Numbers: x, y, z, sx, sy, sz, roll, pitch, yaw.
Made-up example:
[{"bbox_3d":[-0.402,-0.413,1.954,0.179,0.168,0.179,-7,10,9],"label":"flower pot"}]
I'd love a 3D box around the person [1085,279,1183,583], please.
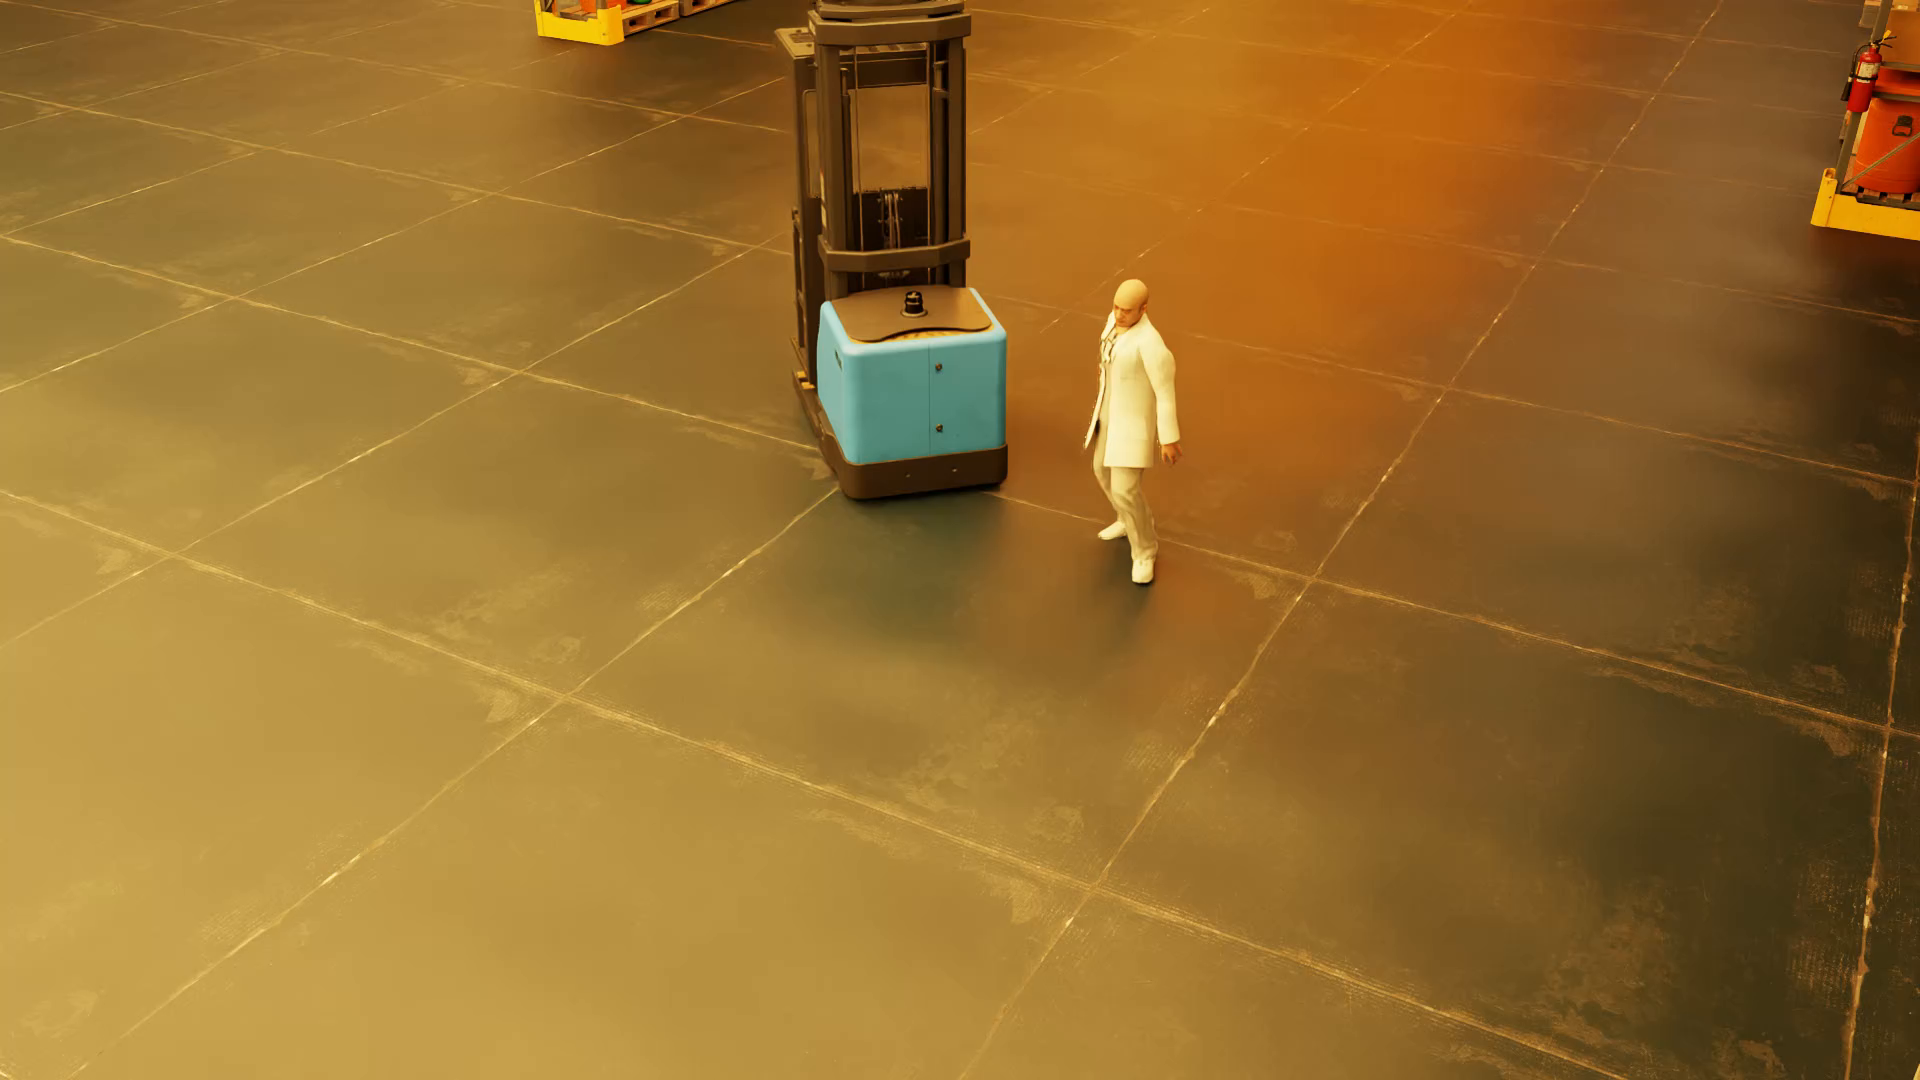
[{"bbox_3d":[0.991,-0.696,9.524,0.509,1.751,0.930,-10,31,-16],"label":"person"}]

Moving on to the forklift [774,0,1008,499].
[{"bbox_3d":[-0.562,-2.248,10.965,1.130,2.935,3.031,-7,31,-13],"label":"forklift"}]
